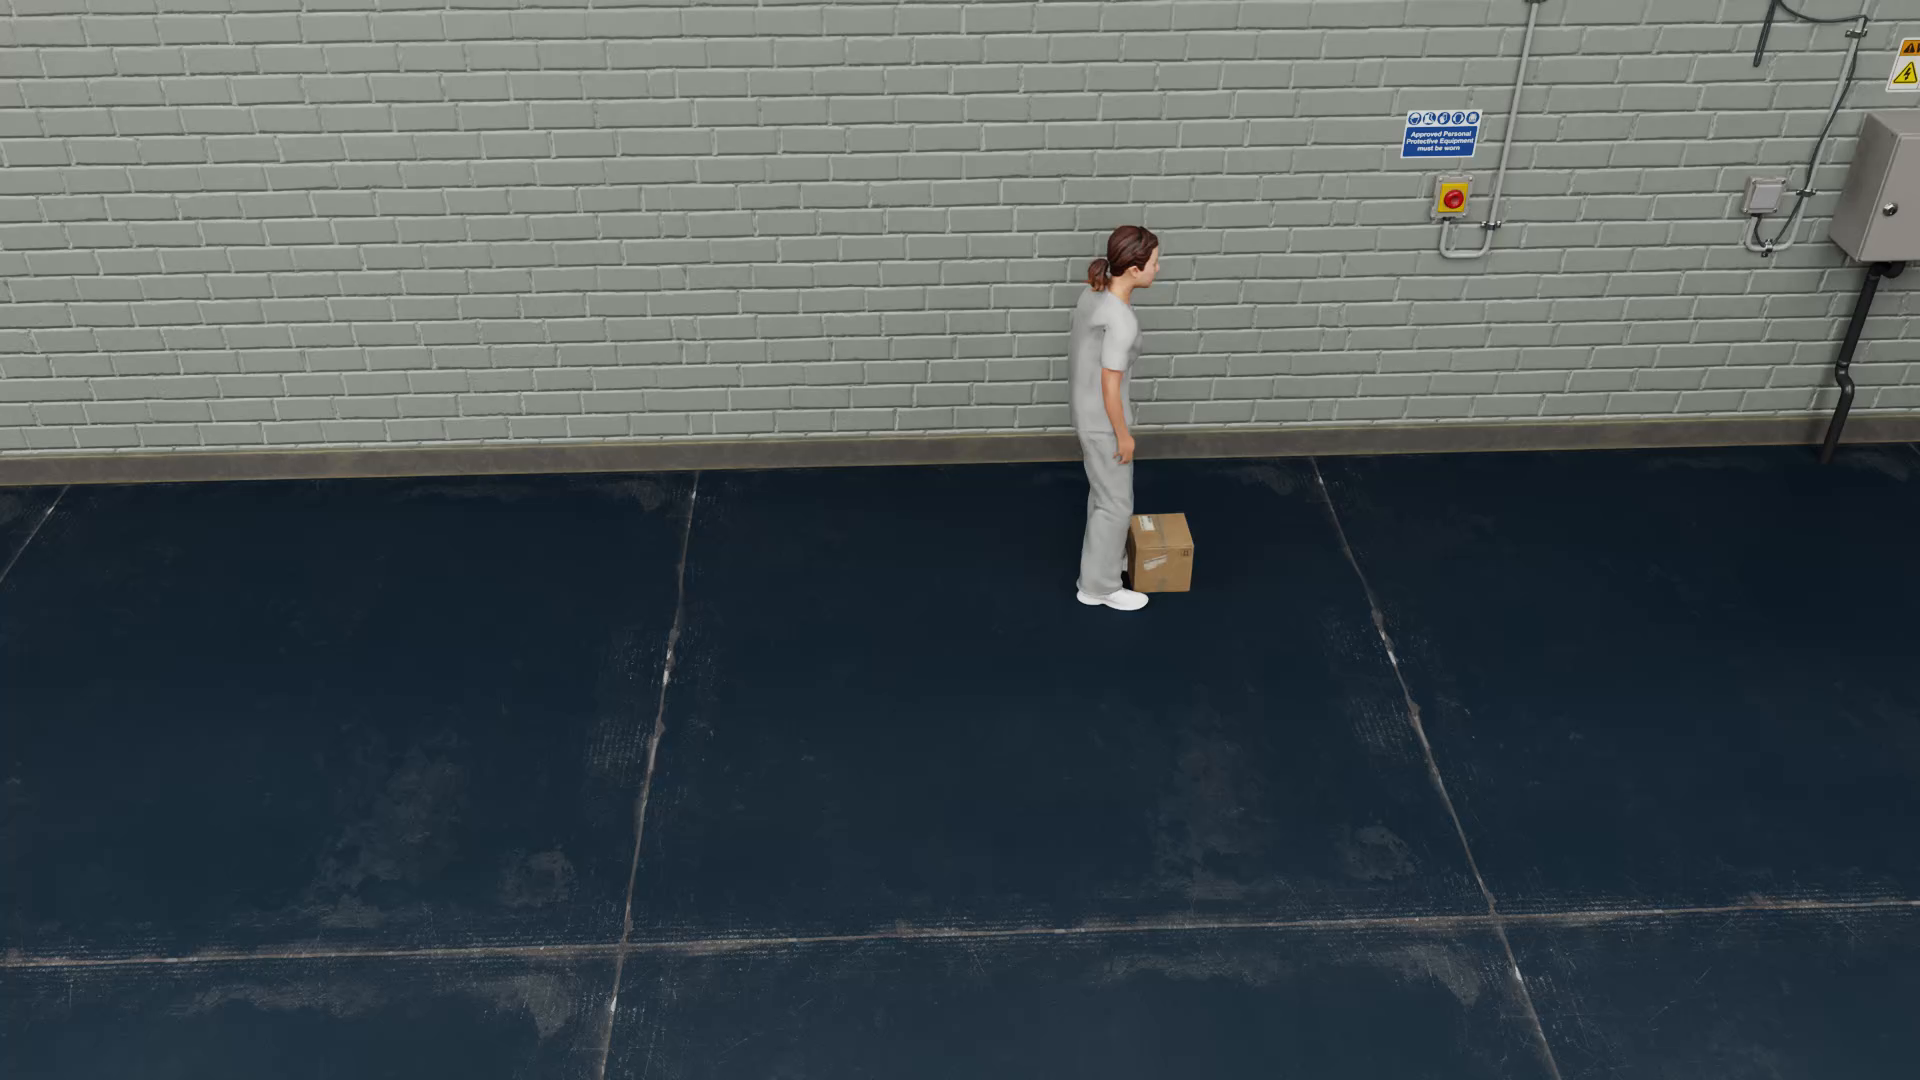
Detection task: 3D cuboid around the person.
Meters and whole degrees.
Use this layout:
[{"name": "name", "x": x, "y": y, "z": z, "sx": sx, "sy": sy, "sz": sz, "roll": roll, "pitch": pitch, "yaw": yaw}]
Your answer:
[{"name": "person", "x": 0.649, "y": -0.510, "z": 6.866, "sx": 0.415, "sy": 1.672, "sz": 0.494, "roll": -3, "pitch": 35, "yaw": -4}]
